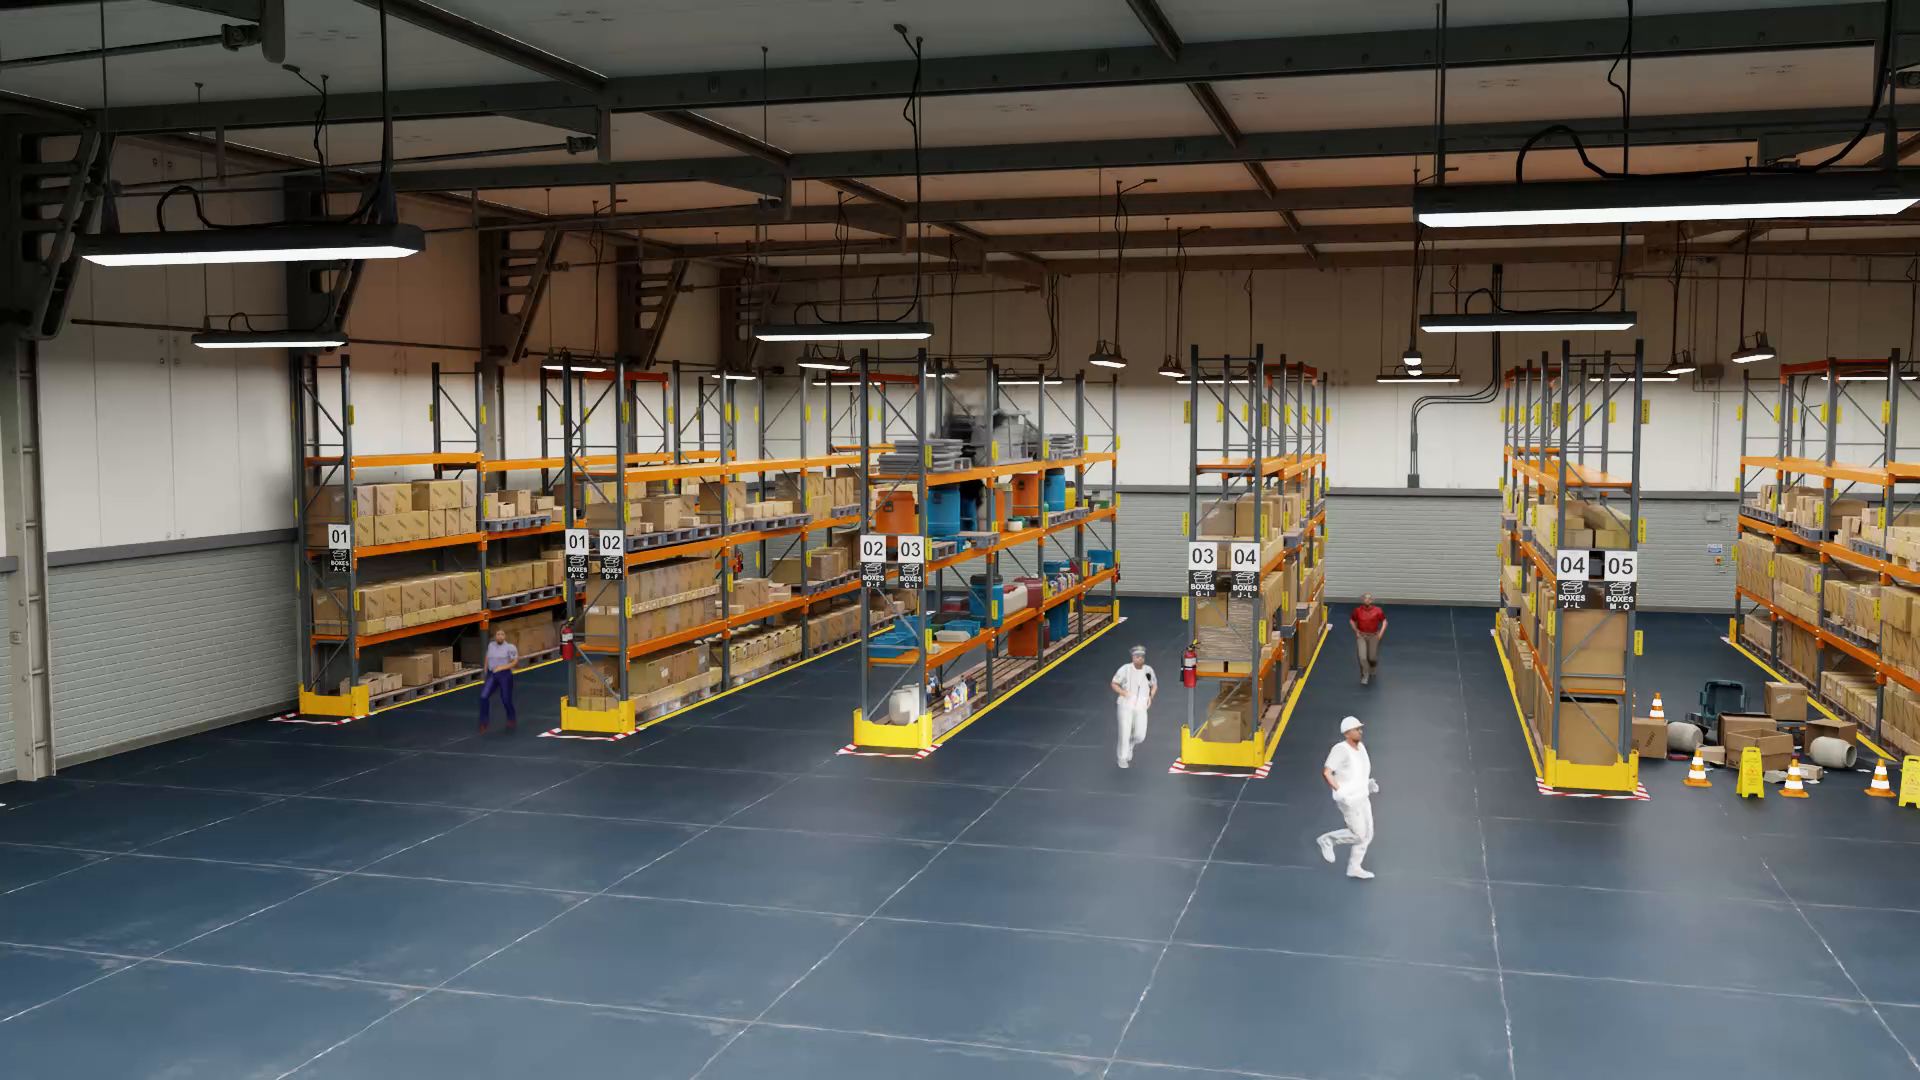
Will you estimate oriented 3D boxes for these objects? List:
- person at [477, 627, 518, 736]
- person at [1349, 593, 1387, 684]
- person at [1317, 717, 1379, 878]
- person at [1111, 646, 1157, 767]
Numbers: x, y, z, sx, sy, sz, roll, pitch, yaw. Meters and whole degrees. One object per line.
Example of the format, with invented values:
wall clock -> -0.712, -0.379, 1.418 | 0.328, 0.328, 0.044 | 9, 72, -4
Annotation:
person -> -7.275, 2.229, 26.327 | 0.607, 1.672, 0.808 | 0, 4, 6
person -> 7.624, 1.826, 31.091 | 0.689, 1.676, 0.626 | 1, 4, 16
person -> 4.220, 2.782, 18.057 | 0.637, 1.740, 0.702 | 4, 6, 40
person -> 2.506, 2.367, 23.711 | 0.682, 1.732, 0.615 | 0, 4, -6
